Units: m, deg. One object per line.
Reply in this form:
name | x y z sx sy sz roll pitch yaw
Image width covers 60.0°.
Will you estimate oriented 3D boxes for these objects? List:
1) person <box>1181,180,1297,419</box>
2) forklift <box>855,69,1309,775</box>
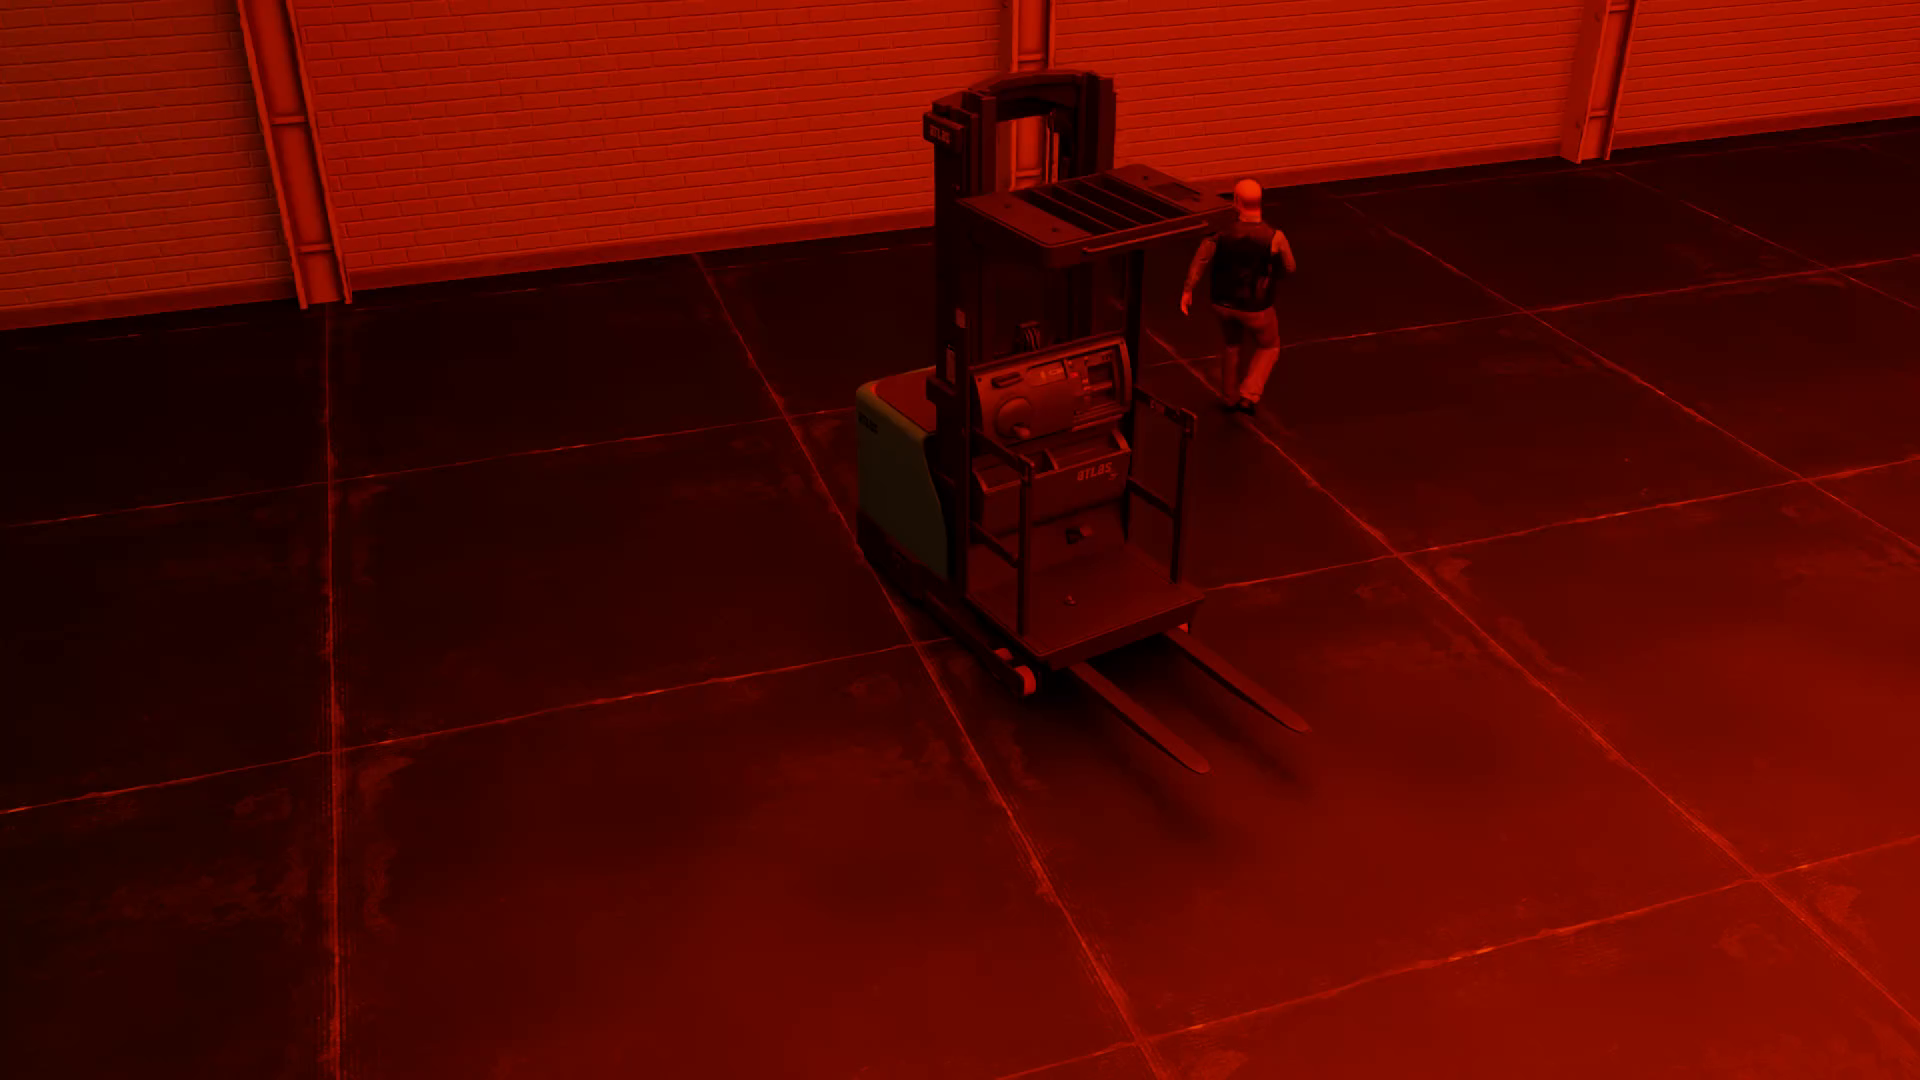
person | 1.880 -1.616 11.167 0.705 1.673 0.555 17 34 27
forklift | 0.597 -0.722 8.342 1.130 2.935 3.031 -17 34 -27
